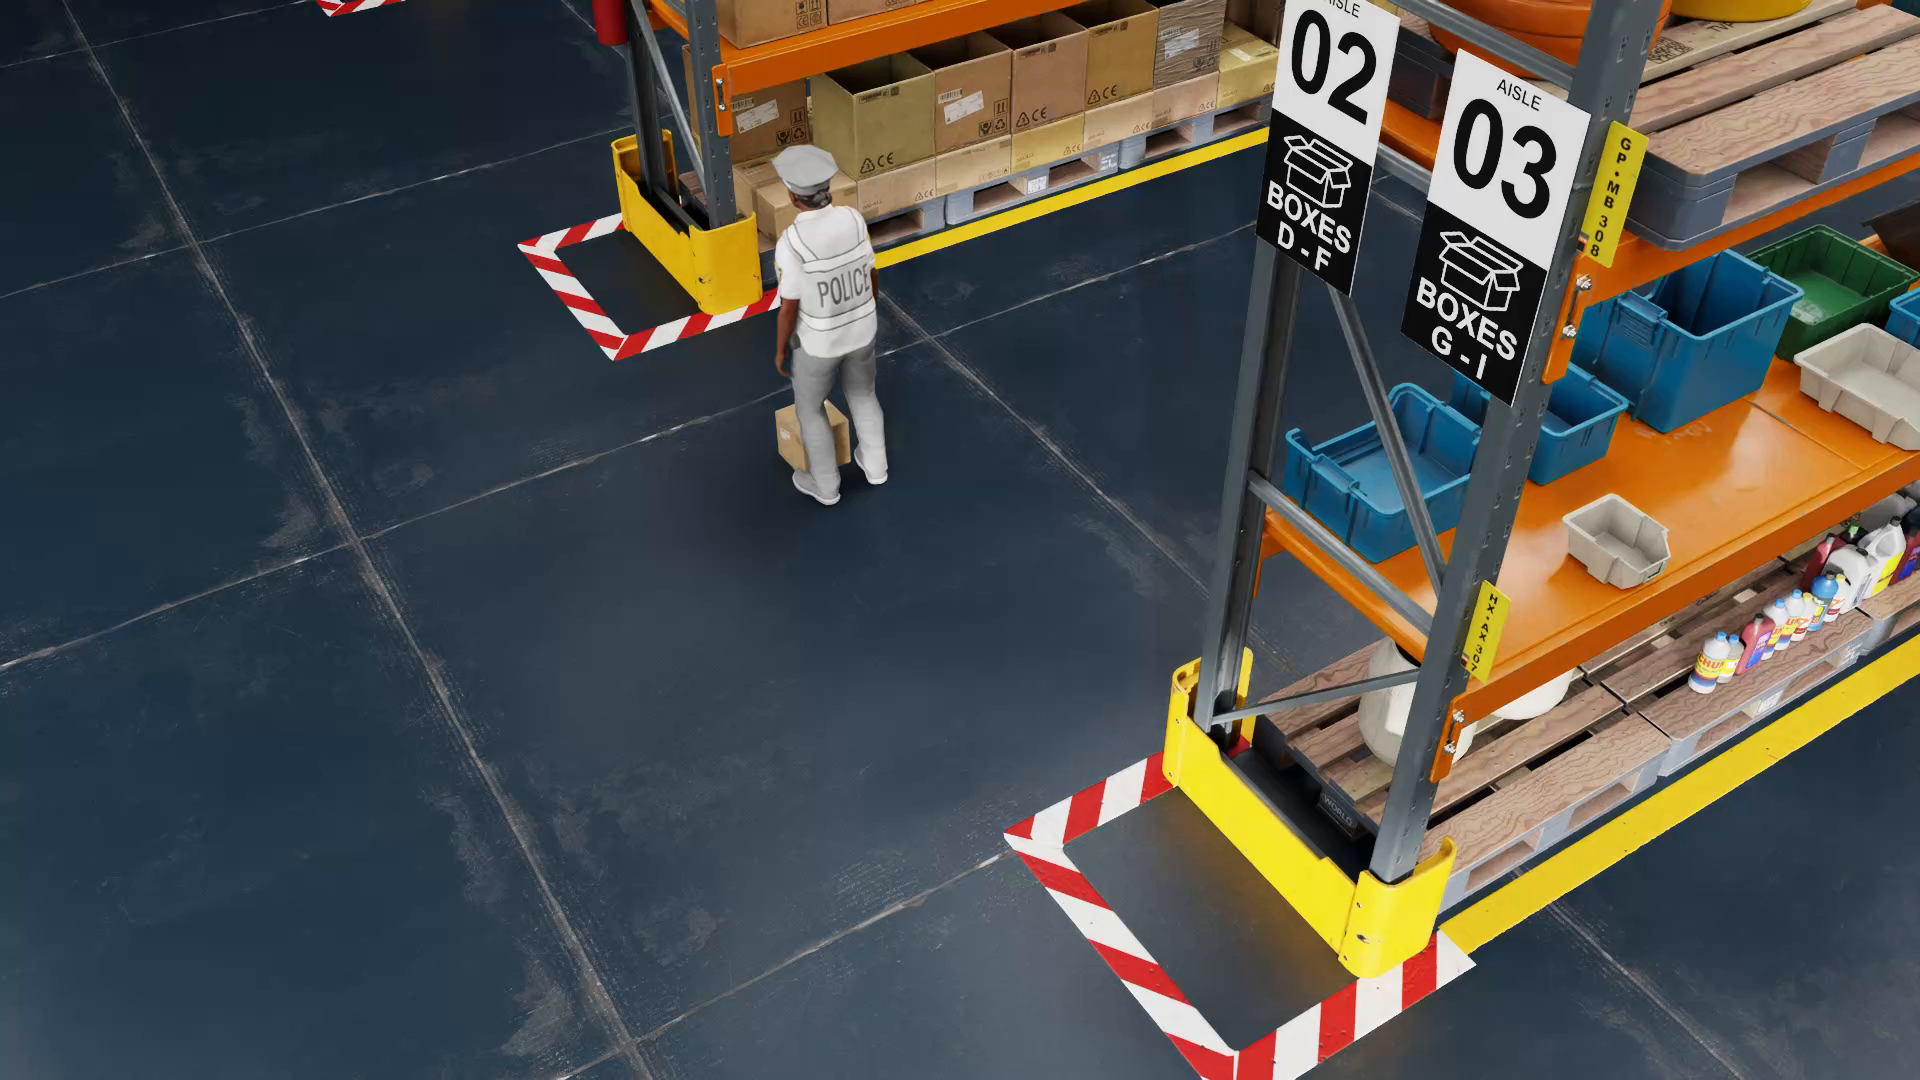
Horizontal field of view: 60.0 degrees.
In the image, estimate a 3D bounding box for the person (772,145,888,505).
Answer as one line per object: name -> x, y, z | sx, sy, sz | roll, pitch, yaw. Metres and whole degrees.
person -> -0.557, -0.885, 7.179 | 0.531, 1.656, 0.391 | -25, 47, -26
